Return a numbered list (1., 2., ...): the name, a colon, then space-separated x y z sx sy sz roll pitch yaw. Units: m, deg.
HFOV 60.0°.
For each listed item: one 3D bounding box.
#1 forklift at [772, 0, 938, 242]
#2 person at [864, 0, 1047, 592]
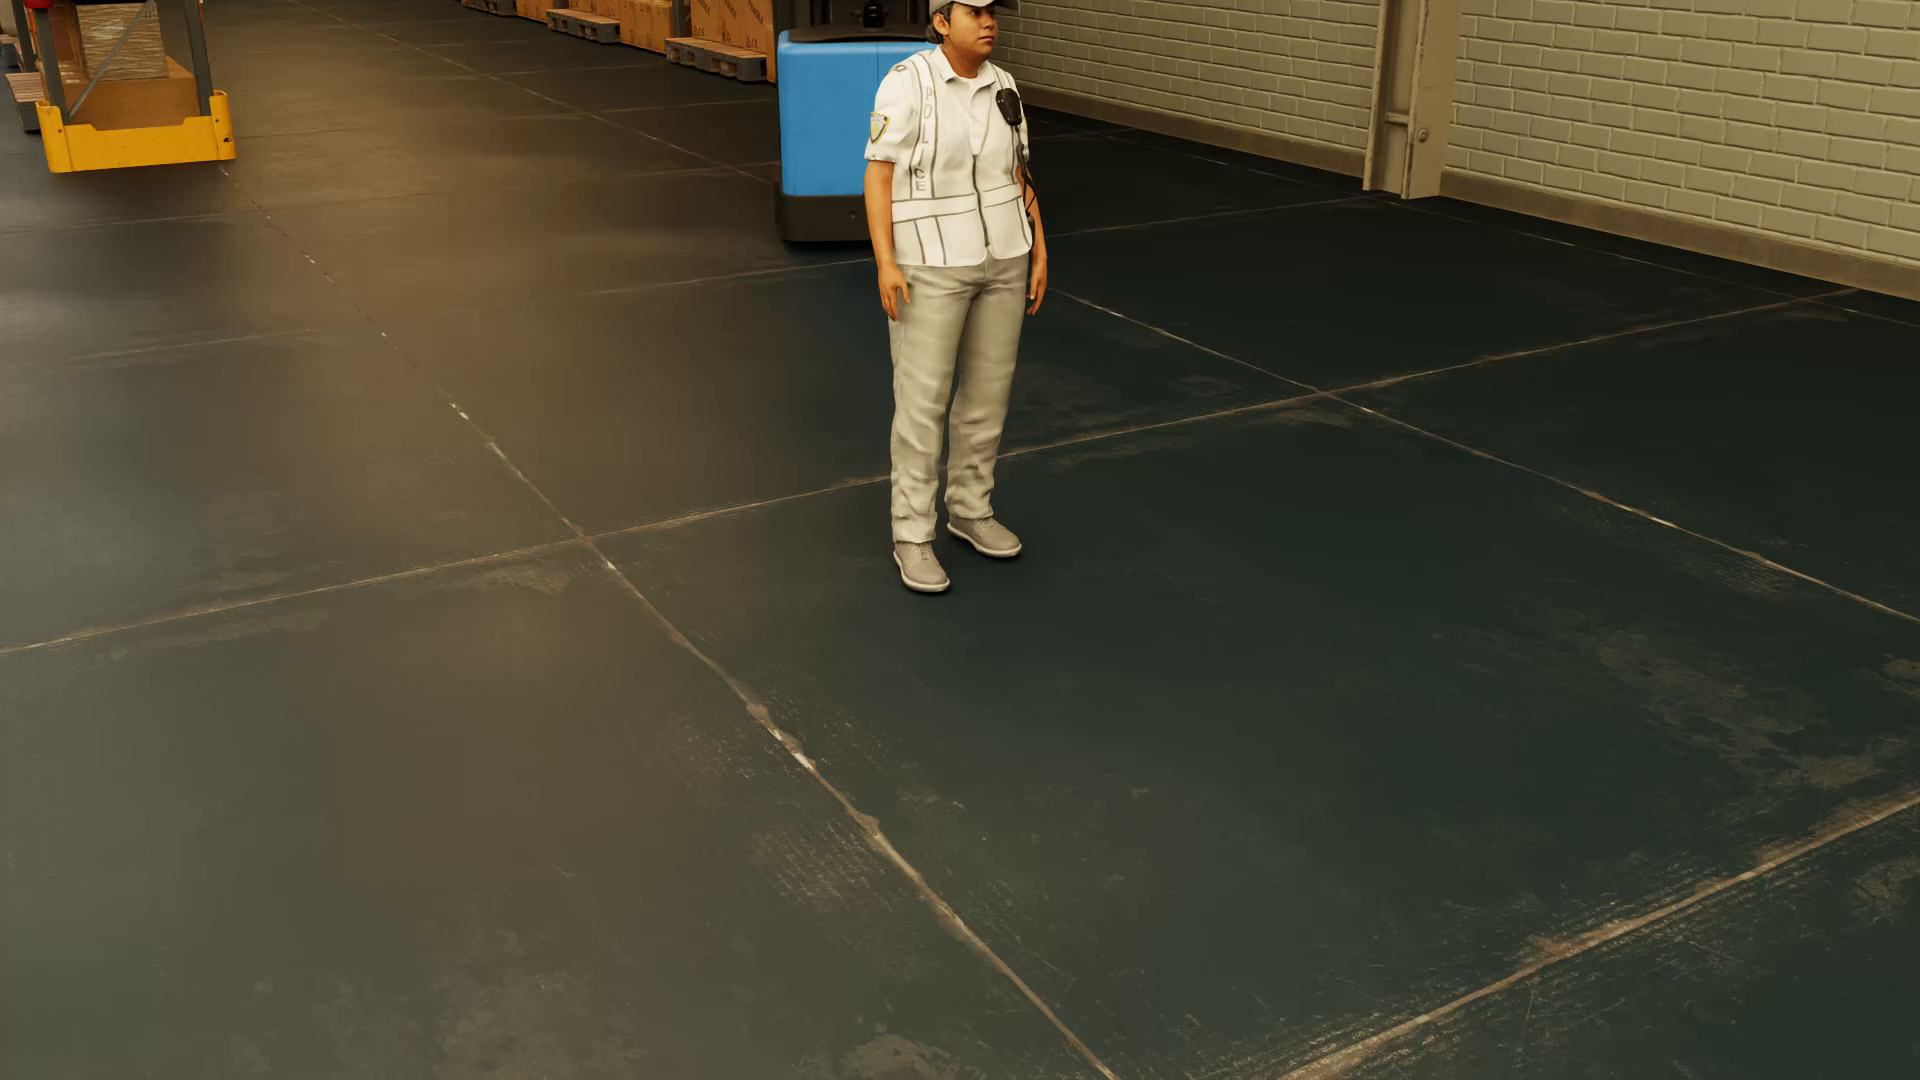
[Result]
1. forklift: -0.559 -3.453 9.690 1.130 2.935 3.031 -2 22 -5
2. person: 0.019 -0.748 4.744 0.598 1.670 0.529 -12 25 -28
